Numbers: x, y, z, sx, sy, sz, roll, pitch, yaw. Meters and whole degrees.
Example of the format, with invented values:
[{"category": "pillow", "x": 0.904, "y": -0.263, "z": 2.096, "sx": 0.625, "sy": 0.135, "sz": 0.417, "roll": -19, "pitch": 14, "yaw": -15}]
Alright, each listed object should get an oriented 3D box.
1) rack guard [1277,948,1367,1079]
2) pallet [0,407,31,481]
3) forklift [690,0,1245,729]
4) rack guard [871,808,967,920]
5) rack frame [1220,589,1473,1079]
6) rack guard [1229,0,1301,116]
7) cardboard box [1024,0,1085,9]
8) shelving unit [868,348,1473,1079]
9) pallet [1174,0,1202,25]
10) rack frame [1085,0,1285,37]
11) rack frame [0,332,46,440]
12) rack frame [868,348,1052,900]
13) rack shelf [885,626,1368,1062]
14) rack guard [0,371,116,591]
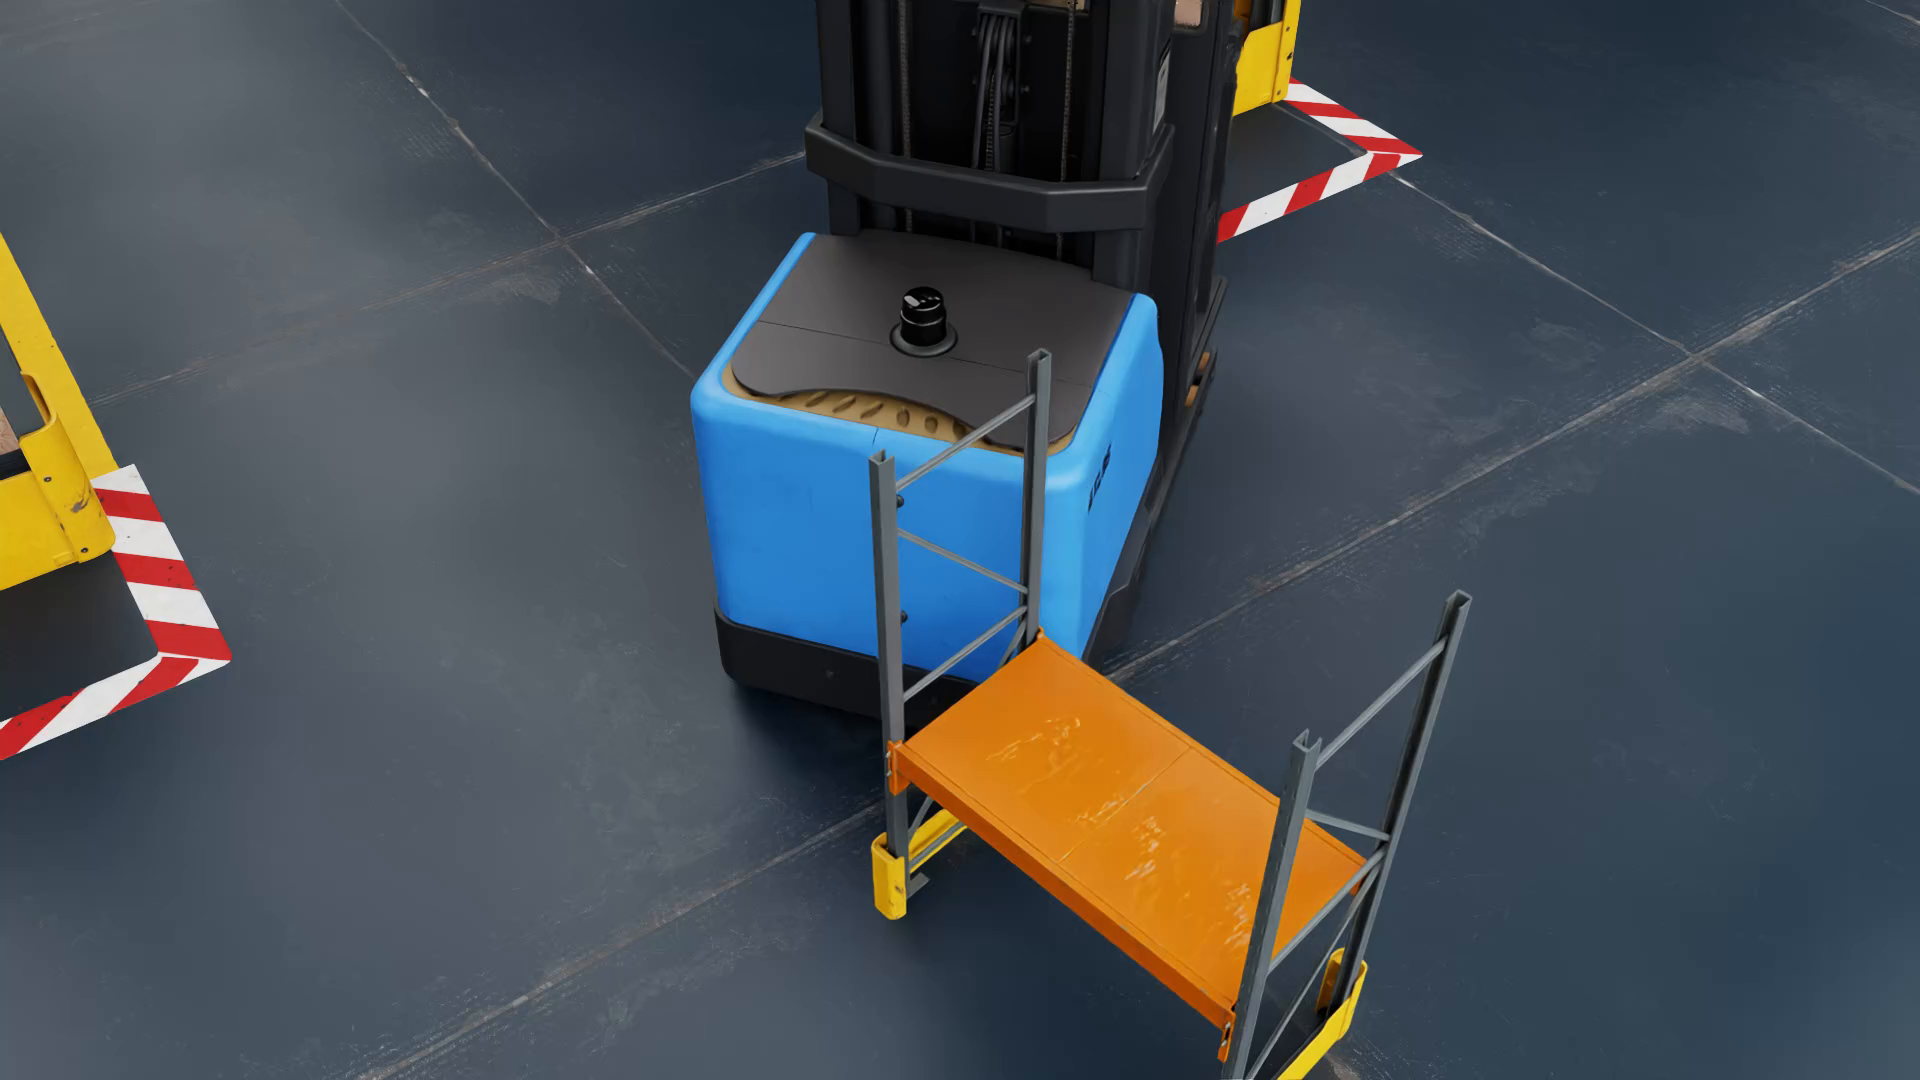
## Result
[{"category": "rack guard", "x": 0.717, "y": 1.203, "z": 3.809, "sx": 0.087, "sy": 0.250, "sz": 0.587, "roll": 34, "pitch": 53, "yaw": 31}, {"category": "pallet", "x": -3.676, "y": -0.382, "z": 5.497, "sx": 1.003, "sy": 0.211, "sz": 1.213, "roll": -26, "pitch": 49, "yaw": -24}, {"category": "forklift", "x": 0.255, "y": -1.503, "z": 4.701, "sx": 1.130, "sy": 2.935, "sz": 3.031, "roll": 13, "pitch": 45, "yaw": 13}, {"category": "rack guard", "x": 0.008, "y": 0.720, "z": 4.315, "sx": 0.087, "sy": 0.250, "sz": 0.587, "roll": 34, "pitch": 53, "yaw": 31}, {"category": "rack frame", "x": 0.731, "y": 0.760, "z": 3.368, "sx": 0.032, "sy": 1.500, "sz": 0.500, "roll": 34, "pitch": 53, "yaw": 31}, {"category": "rack guard", "x": 0.885, "y": -1.999, "z": 6.982, "sx": 1.175, "sy": 0.500, "sz": 0.348, "roll": -26, "pitch": 49, "yaw": -24}, {"category": "cardboard box", "x": 0.585, "y": -2.468, "z": 7.170, "sx": 0.500, "sy": 0.500, "sz": 0.500, "roll": -17, "pitch": 46, "yaw": -17}, {"category": "shelving unit", "x": 0.362, "y": 0.509, "z": 3.630, "sx": 1.083, "sy": 1.500, "sz": 0.587, "roll": 34, "pitch": 53, "yaw": 31}, {"category": "pallet", "x": 0.450, "y": -2.369, "z": 7.579, "sx": 1.003, "sy": 0.211, "sz": 1.213, "roll": -26, "pitch": 49, "yaw": -24}, {"category": "rack frame", "x": 0.929, "y": -2.860, "z": 6.074, "sx": 1.000, "sy": 3.000, "sz": 0.127, "roll": -26, "pitch": 49, "yaw": -24}, {"category": "rack frame", "x": -3.134, "y": -0.904, "z": 4.024, "sx": 1.000, "sy": 3.000, "sz": 0.127, "roll": -26, "pitch": 49, "yaw": -24}, {"category": "rack frame", "x": 0.007, "y": 0.267, "z": 3.884, "sx": 0.032, "sy": 1.500, "sz": 0.500, "roll": 34, "pitch": 53, "yaw": 31}, {"category": "rack shelf", "x": 0.369, "y": 0.644, "z": 3.750, "sx": 1.000, "sy": 0.185, "sz": 0.538, "roll": 34, "pitch": 53, "yaw": 31}, {"category": "rack guard", "x": -3.216, "y": -0.024, "z": 4.913, "sx": 1.175, "sy": 0.500, "sz": 0.348, "roll": -26, "pitch": 49, "yaw": -24}]
